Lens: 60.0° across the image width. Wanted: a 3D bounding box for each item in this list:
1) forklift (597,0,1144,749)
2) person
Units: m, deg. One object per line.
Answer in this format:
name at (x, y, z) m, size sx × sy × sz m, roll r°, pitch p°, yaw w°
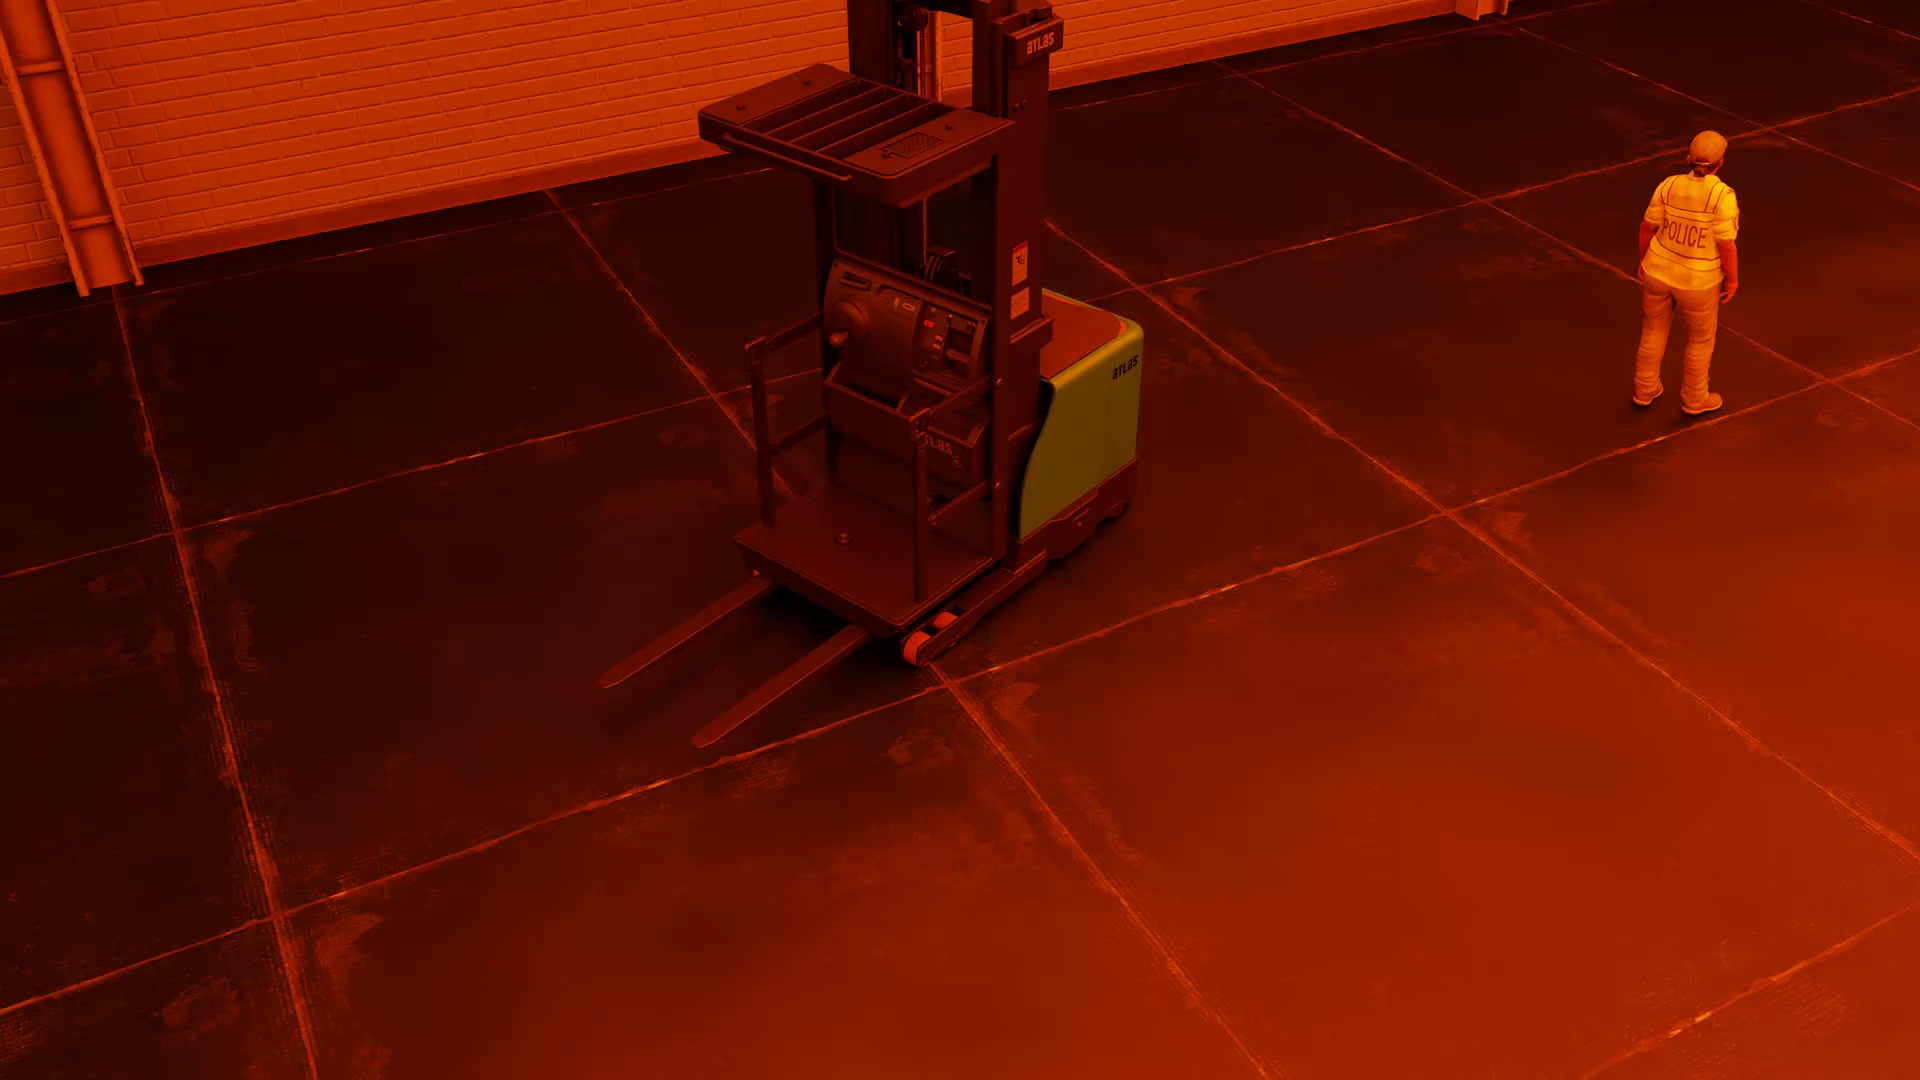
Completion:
forklift at (-0.390, -0.927, 7.434) m, size 1.130 × 2.935 × 3.031 m, roll 26°, pitch 43°, yaw 31°
person at (4.108, -1.500, 9.329) m, size 0.529 × 1.670 × 0.598 m, roll -29°, pitch 45°, yaw -35°
